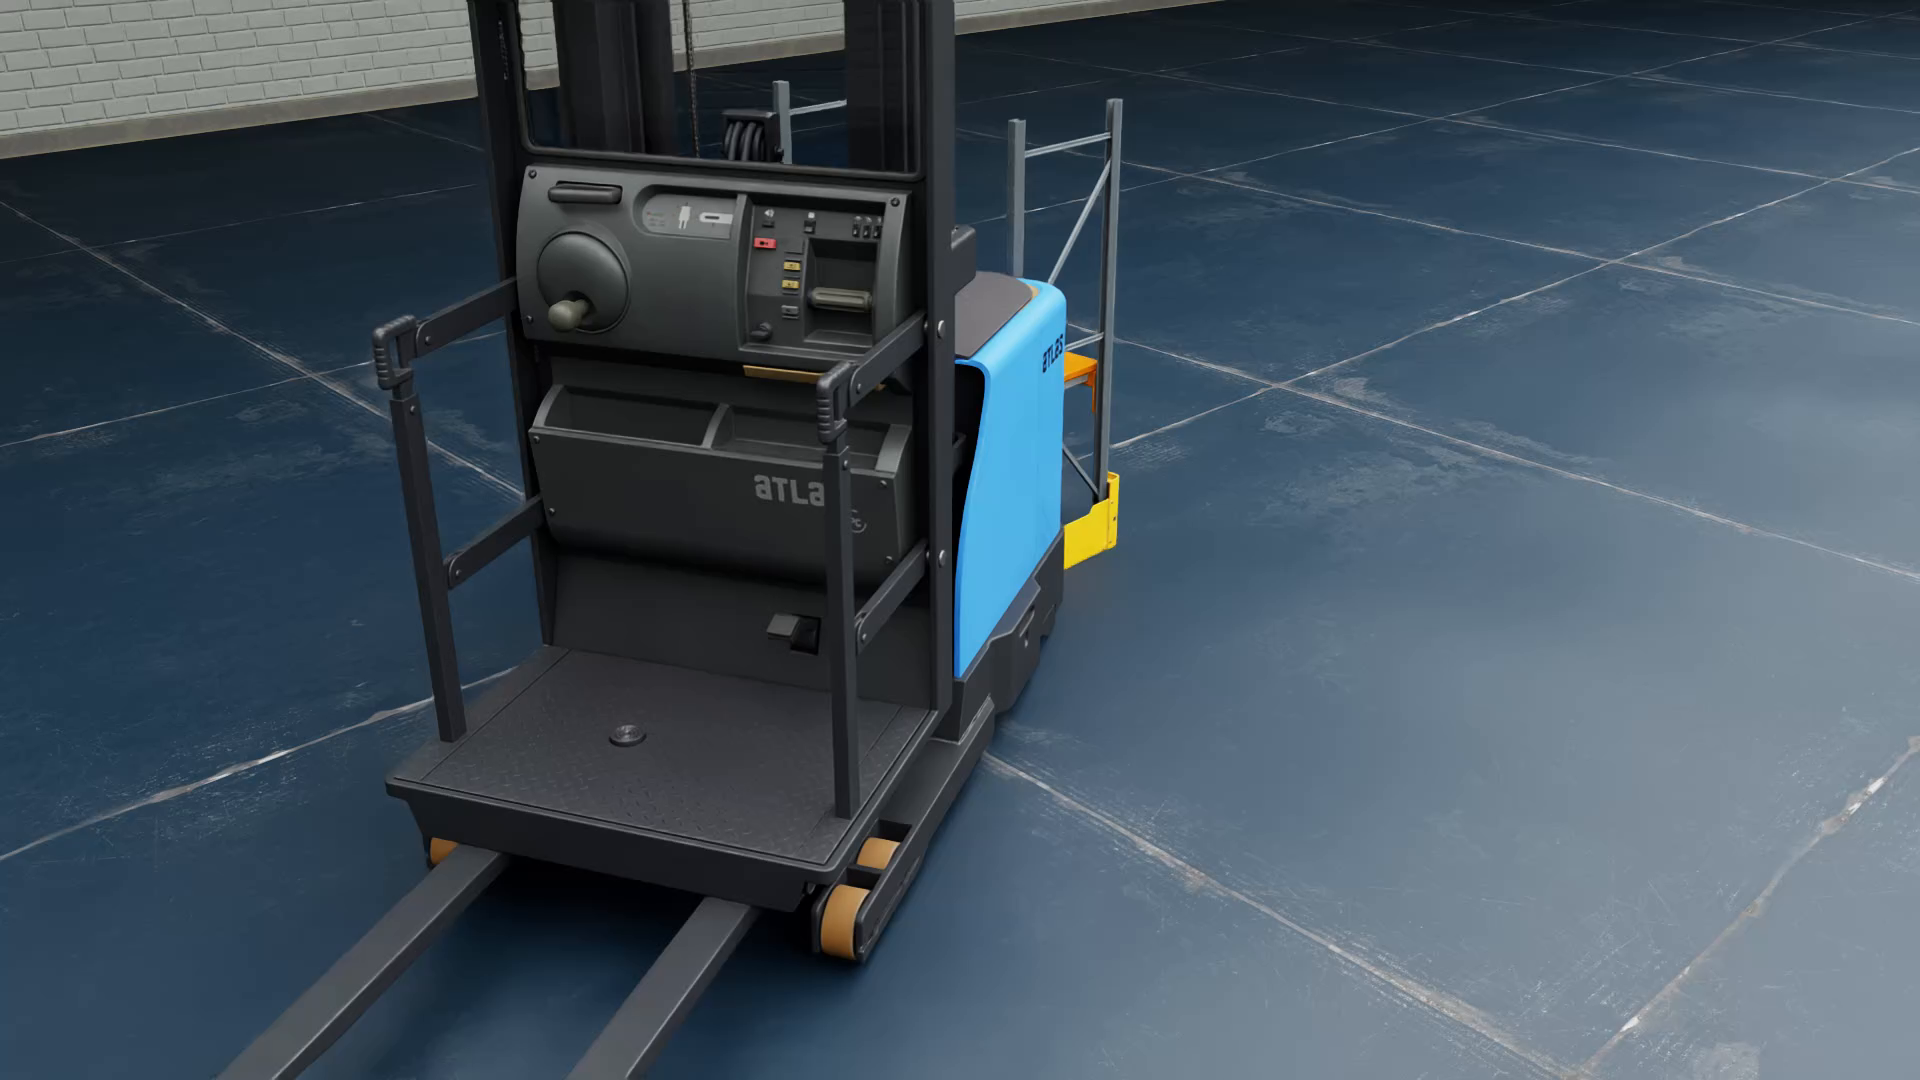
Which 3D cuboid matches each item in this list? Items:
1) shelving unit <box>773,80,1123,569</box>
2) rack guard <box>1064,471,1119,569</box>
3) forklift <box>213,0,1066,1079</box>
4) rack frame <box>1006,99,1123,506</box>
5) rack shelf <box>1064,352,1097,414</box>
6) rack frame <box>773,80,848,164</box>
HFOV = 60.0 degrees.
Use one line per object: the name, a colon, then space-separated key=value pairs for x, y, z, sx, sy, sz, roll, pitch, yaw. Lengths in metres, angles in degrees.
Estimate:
shelving unit: x=-0.048 y=-0.735 z=5.555 sx=1.083 sy=1.500 sz=0.587 roll=21 pitch=32 yaw=38
rack guard: x=0.317 y=-0.026 z=5.506 sx=0.087 sy=0.250 sz=0.587 roll=21 pitch=32 yaw=38
forklift: x=-0.628 y=-0.587 z=3.505 sx=1.130 sy=2.935 sz=3.031 roll=8 pitch=26 yaw=17
rack frame: x=0.318 y=-0.595 z=5.246 sx=0.032 sy=1.500 sz=0.500 roll=21 pitch=32 yaw=38
rack shelf: x=-0.055 y=-0.574 z=5.635 sx=1.000 sy=0.185 sz=0.538 roll=21 pitch=32 yaw=38
rack frame: x=-0.428 y=-0.881 z=5.875 sx=0.032 sy=1.500 sz=0.500 roll=21 pitch=32 yaw=38
